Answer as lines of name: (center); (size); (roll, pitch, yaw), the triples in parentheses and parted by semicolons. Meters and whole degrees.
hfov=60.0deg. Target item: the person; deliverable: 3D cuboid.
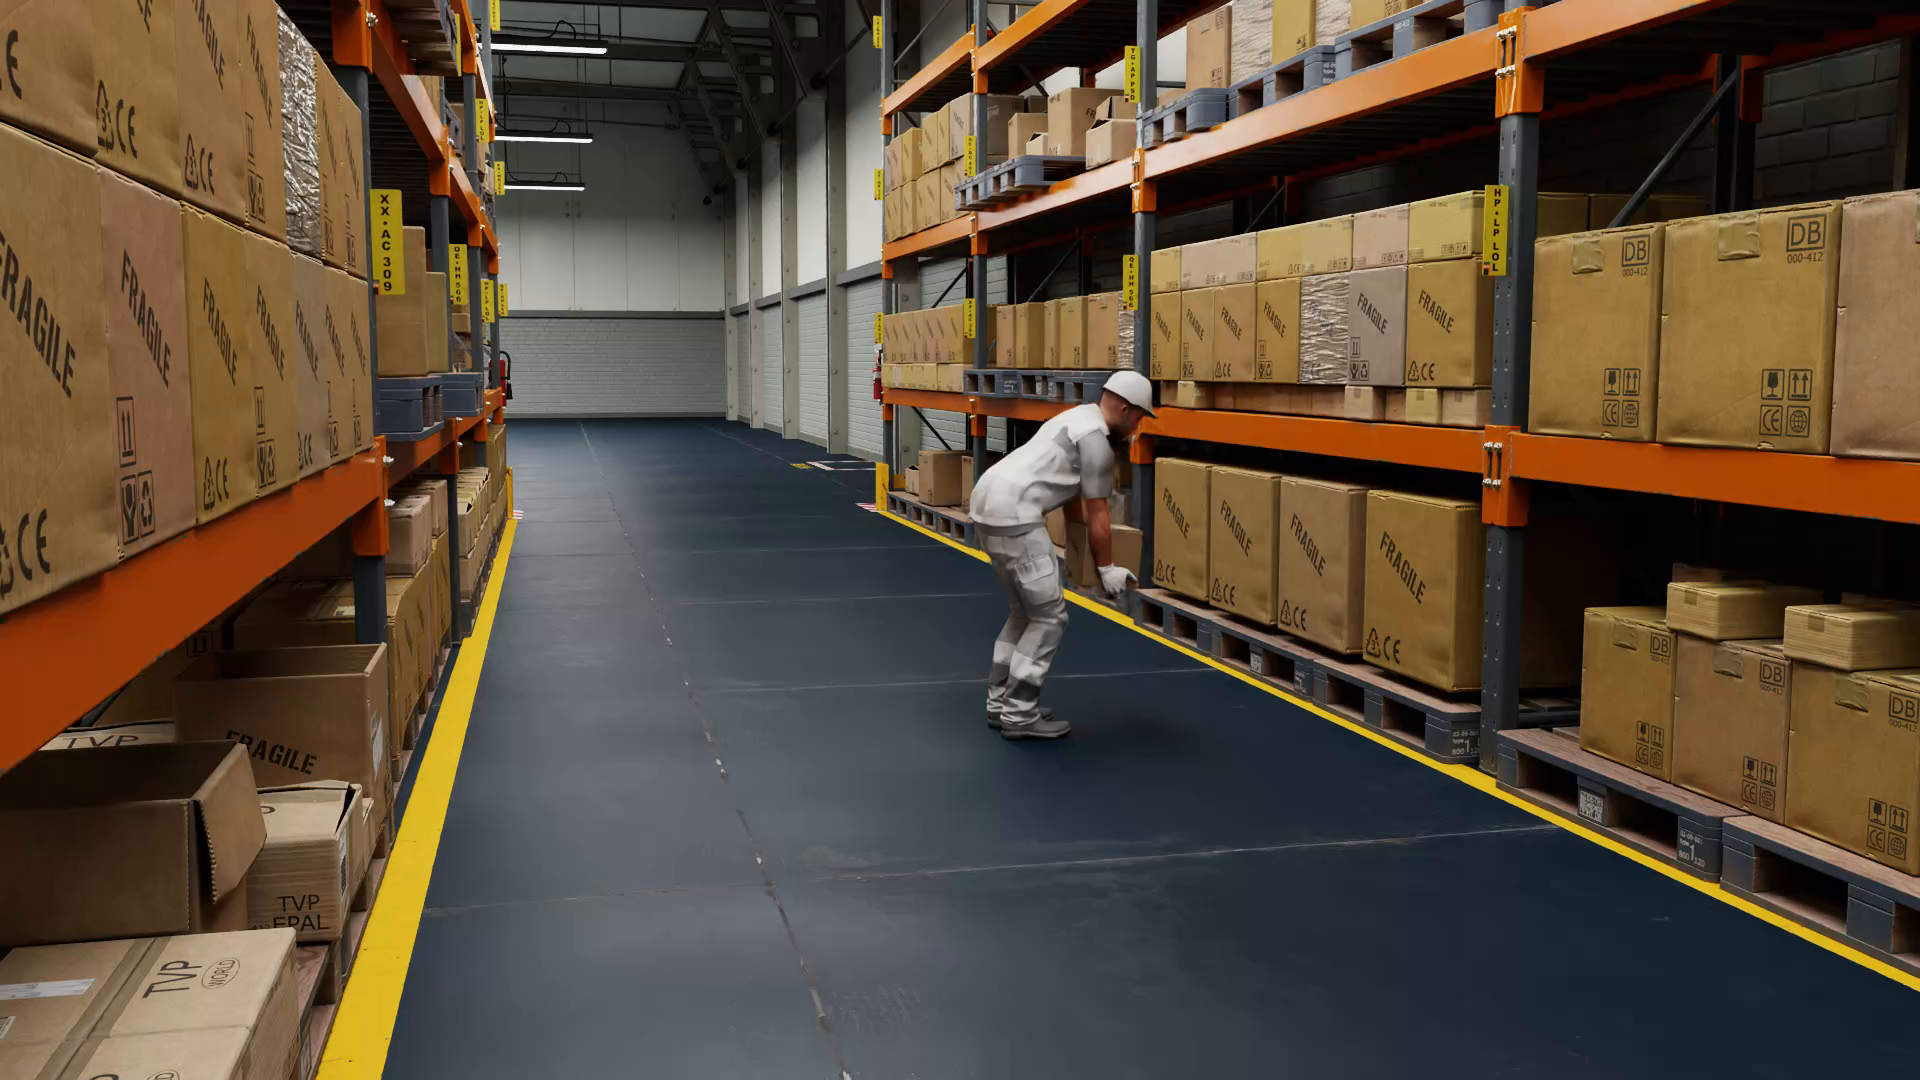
person: (0.451, 0.048, 7.054); (0.823, 1.528, 0.489); (-2, 6, -15)
